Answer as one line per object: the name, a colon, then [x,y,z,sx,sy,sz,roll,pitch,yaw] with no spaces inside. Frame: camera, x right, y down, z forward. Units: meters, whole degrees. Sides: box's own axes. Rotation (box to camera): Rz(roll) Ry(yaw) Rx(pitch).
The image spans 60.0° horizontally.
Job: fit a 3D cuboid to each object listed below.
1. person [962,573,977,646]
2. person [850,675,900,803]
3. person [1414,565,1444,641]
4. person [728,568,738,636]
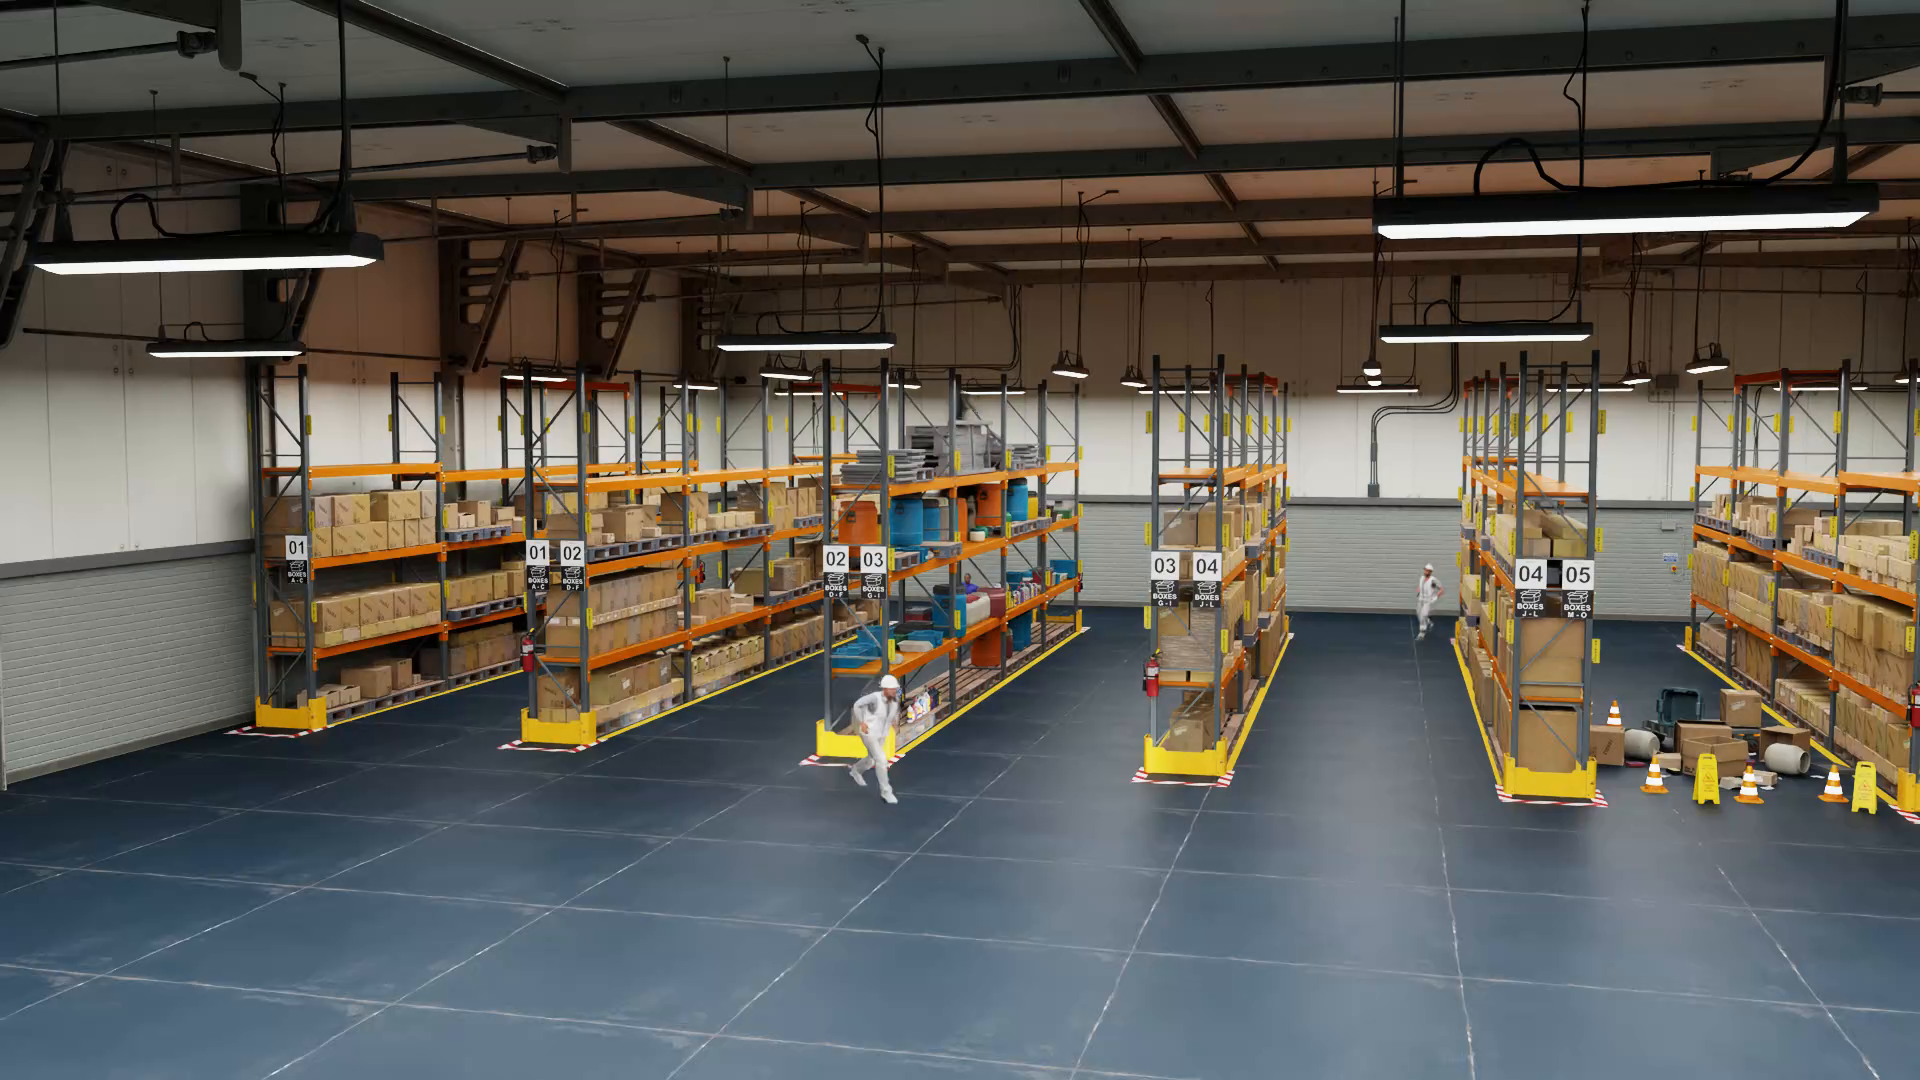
person: [0.198,1.572,38.177,0.559,1.633,0.812,1,4,14]
person: [-1.175,2.636,22.340,0.696,1.732,1.048,-3,5,-38]
person: [10.935,1.464,38.820,0.792,1.795,0.686,-3,5,-36]
person: [-5.278,1.486,38.849,0.555,1.679,0.632,1,4,16]
